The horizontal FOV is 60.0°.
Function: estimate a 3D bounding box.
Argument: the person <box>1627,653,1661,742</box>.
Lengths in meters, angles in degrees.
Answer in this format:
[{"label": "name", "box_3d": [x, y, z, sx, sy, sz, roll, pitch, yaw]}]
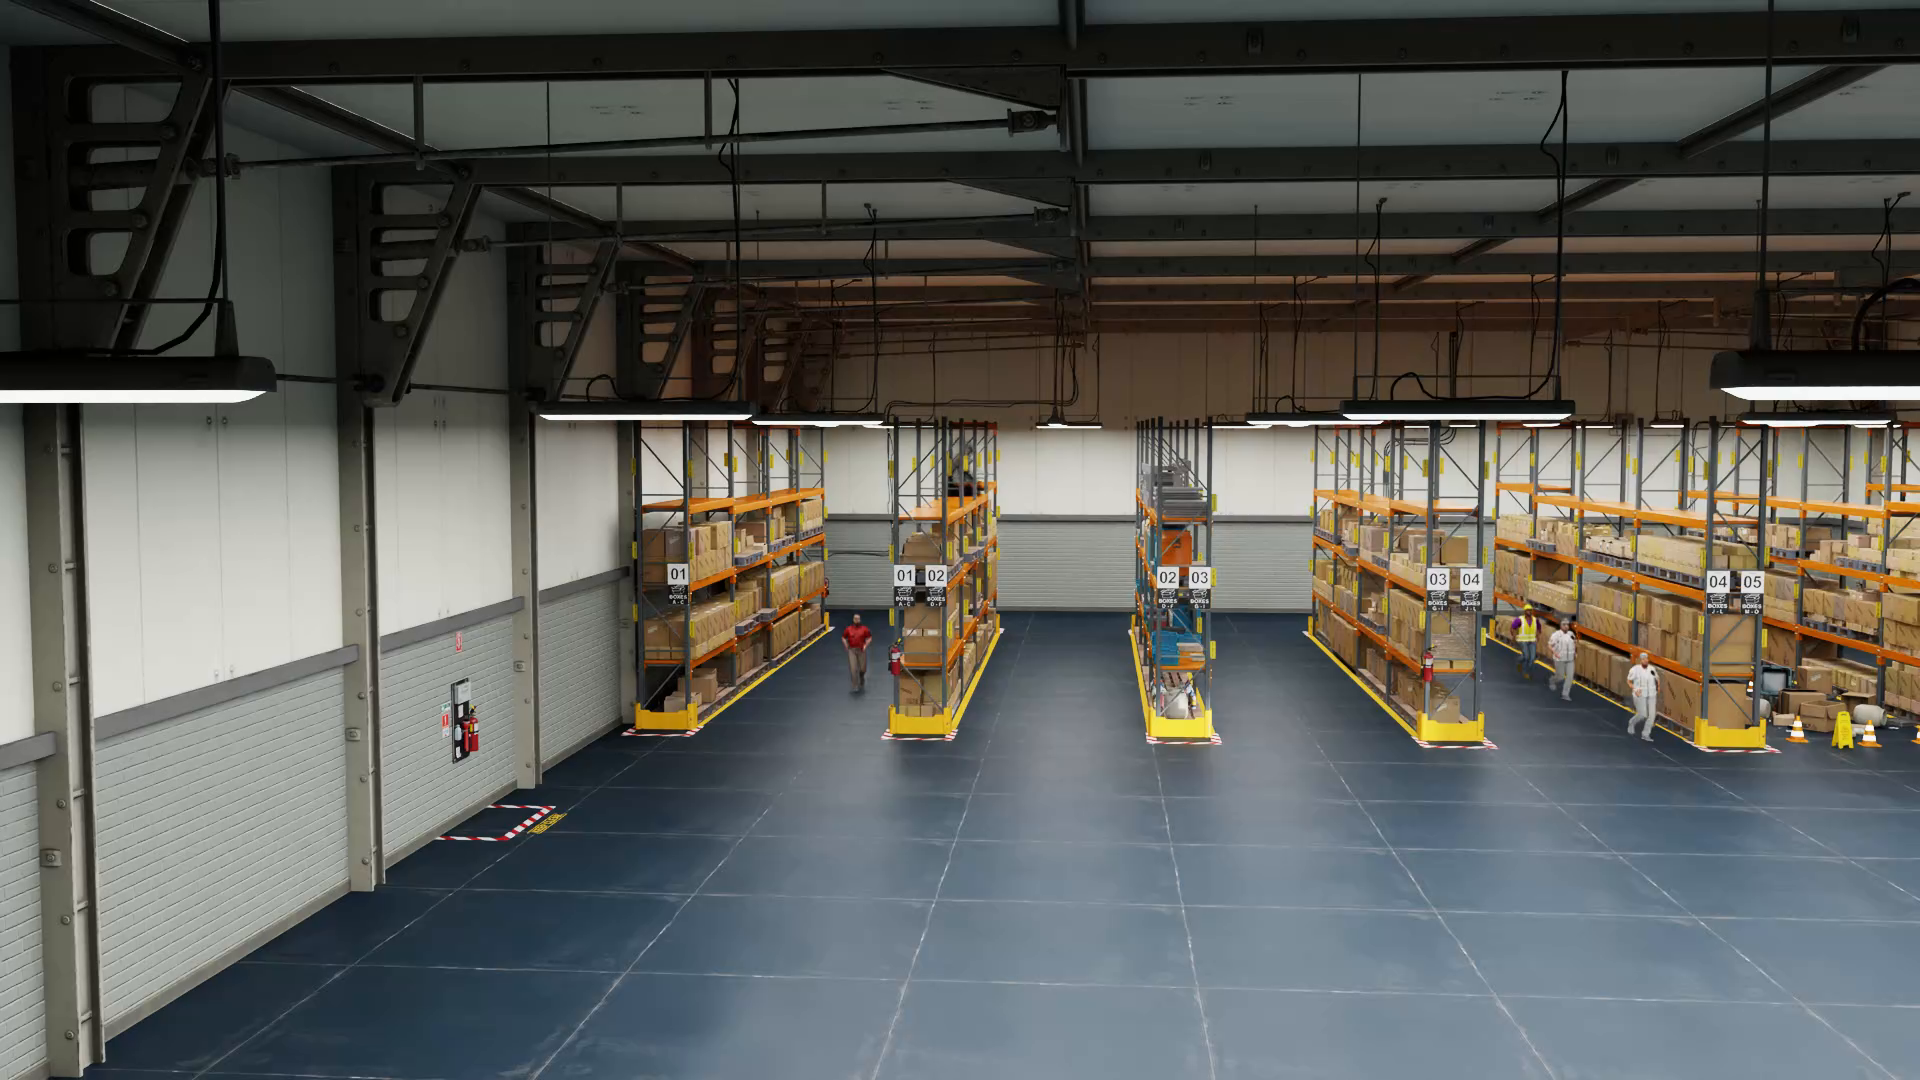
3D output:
[{"label": "person", "box_3d": [12.755, 2.910, 30.888, 0.607, 1.615, 0.577, 0, 4, 1]}]

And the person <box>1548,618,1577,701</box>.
[{"label": "person", "box_3d": [12.902, 2.531, 35.526, 0.663, 1.746, 0.798, 0, 4, -2]}]

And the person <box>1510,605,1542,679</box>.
[{"label": "person", "box_3d": [13.142, 2.352, 38.514, 0.703, 1.717, 0.584, 0, 4, -1]}]

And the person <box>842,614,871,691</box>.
[{"label": "person", "box_3d": [-2.289, 2.480, 36.797, 0.664, 1.675, 0.645, 0, 4, -4]}]
